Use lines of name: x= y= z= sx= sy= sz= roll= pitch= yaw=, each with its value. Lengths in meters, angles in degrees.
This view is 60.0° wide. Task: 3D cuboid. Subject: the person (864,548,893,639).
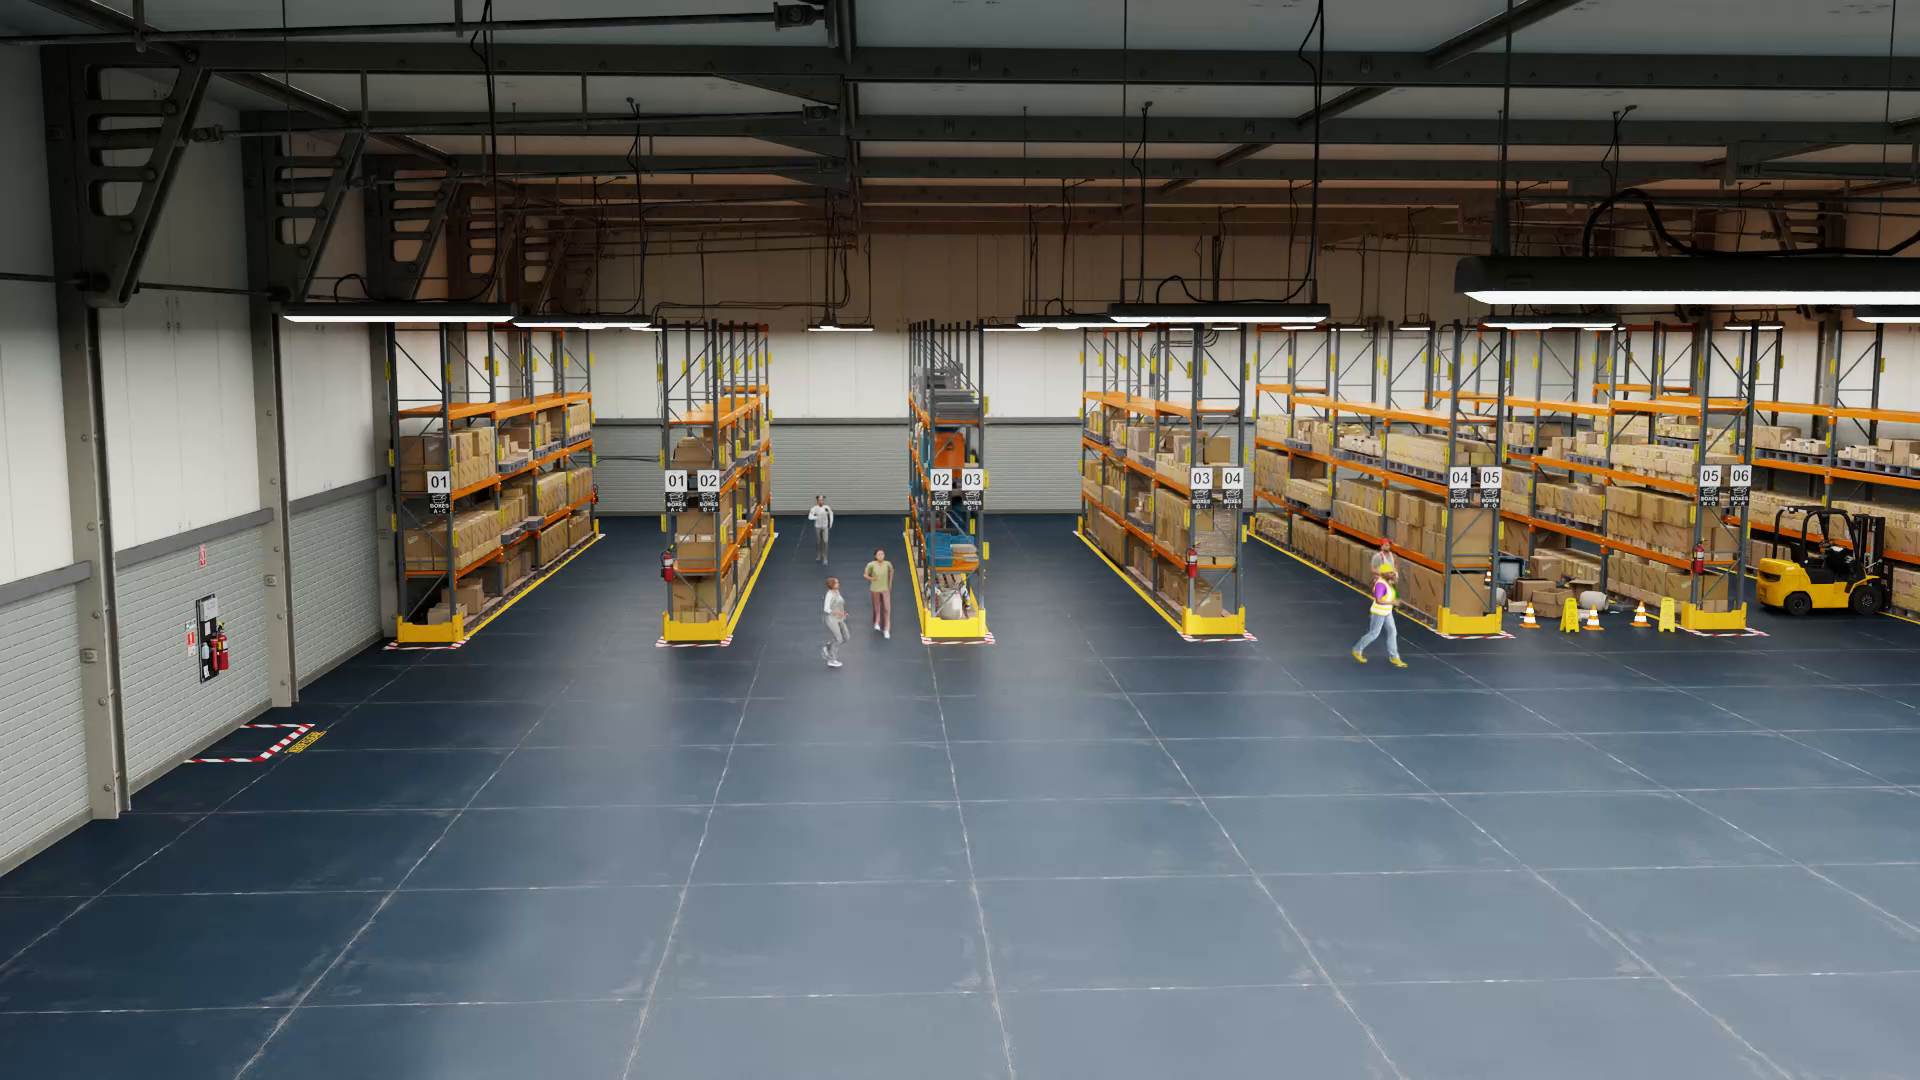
person: x=-1.544 y=0.989 z=31.758 sx=0.601 sy=1.691 sz=0.925 roll=-1 pitch=7 yaw=-11

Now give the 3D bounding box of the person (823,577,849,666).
person: x=-2.147 y=1.453 z=28.752 sx=0.551 sy=1.463 sz=0.530 roll=3 pitch=8 yaw=21

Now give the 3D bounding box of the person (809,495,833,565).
person: x=-3.489 y=-0.280 z=41.743 sx=0.626 sy=1.743 sz=0.806 roll=-1 pitch=7 yaw=-9

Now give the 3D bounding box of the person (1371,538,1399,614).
person: x=8.321 y=0.851 z=32.414 sx=0.693 sy=1.789 sz=0.674 roll=-2 pitch=7 yaw=-18

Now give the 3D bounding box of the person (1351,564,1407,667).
person: x=7.257 y=1.288 z=28.741 sx=0.951 sy=1.777 sz=0.651 roll=5 pitch=8 yaw=34
